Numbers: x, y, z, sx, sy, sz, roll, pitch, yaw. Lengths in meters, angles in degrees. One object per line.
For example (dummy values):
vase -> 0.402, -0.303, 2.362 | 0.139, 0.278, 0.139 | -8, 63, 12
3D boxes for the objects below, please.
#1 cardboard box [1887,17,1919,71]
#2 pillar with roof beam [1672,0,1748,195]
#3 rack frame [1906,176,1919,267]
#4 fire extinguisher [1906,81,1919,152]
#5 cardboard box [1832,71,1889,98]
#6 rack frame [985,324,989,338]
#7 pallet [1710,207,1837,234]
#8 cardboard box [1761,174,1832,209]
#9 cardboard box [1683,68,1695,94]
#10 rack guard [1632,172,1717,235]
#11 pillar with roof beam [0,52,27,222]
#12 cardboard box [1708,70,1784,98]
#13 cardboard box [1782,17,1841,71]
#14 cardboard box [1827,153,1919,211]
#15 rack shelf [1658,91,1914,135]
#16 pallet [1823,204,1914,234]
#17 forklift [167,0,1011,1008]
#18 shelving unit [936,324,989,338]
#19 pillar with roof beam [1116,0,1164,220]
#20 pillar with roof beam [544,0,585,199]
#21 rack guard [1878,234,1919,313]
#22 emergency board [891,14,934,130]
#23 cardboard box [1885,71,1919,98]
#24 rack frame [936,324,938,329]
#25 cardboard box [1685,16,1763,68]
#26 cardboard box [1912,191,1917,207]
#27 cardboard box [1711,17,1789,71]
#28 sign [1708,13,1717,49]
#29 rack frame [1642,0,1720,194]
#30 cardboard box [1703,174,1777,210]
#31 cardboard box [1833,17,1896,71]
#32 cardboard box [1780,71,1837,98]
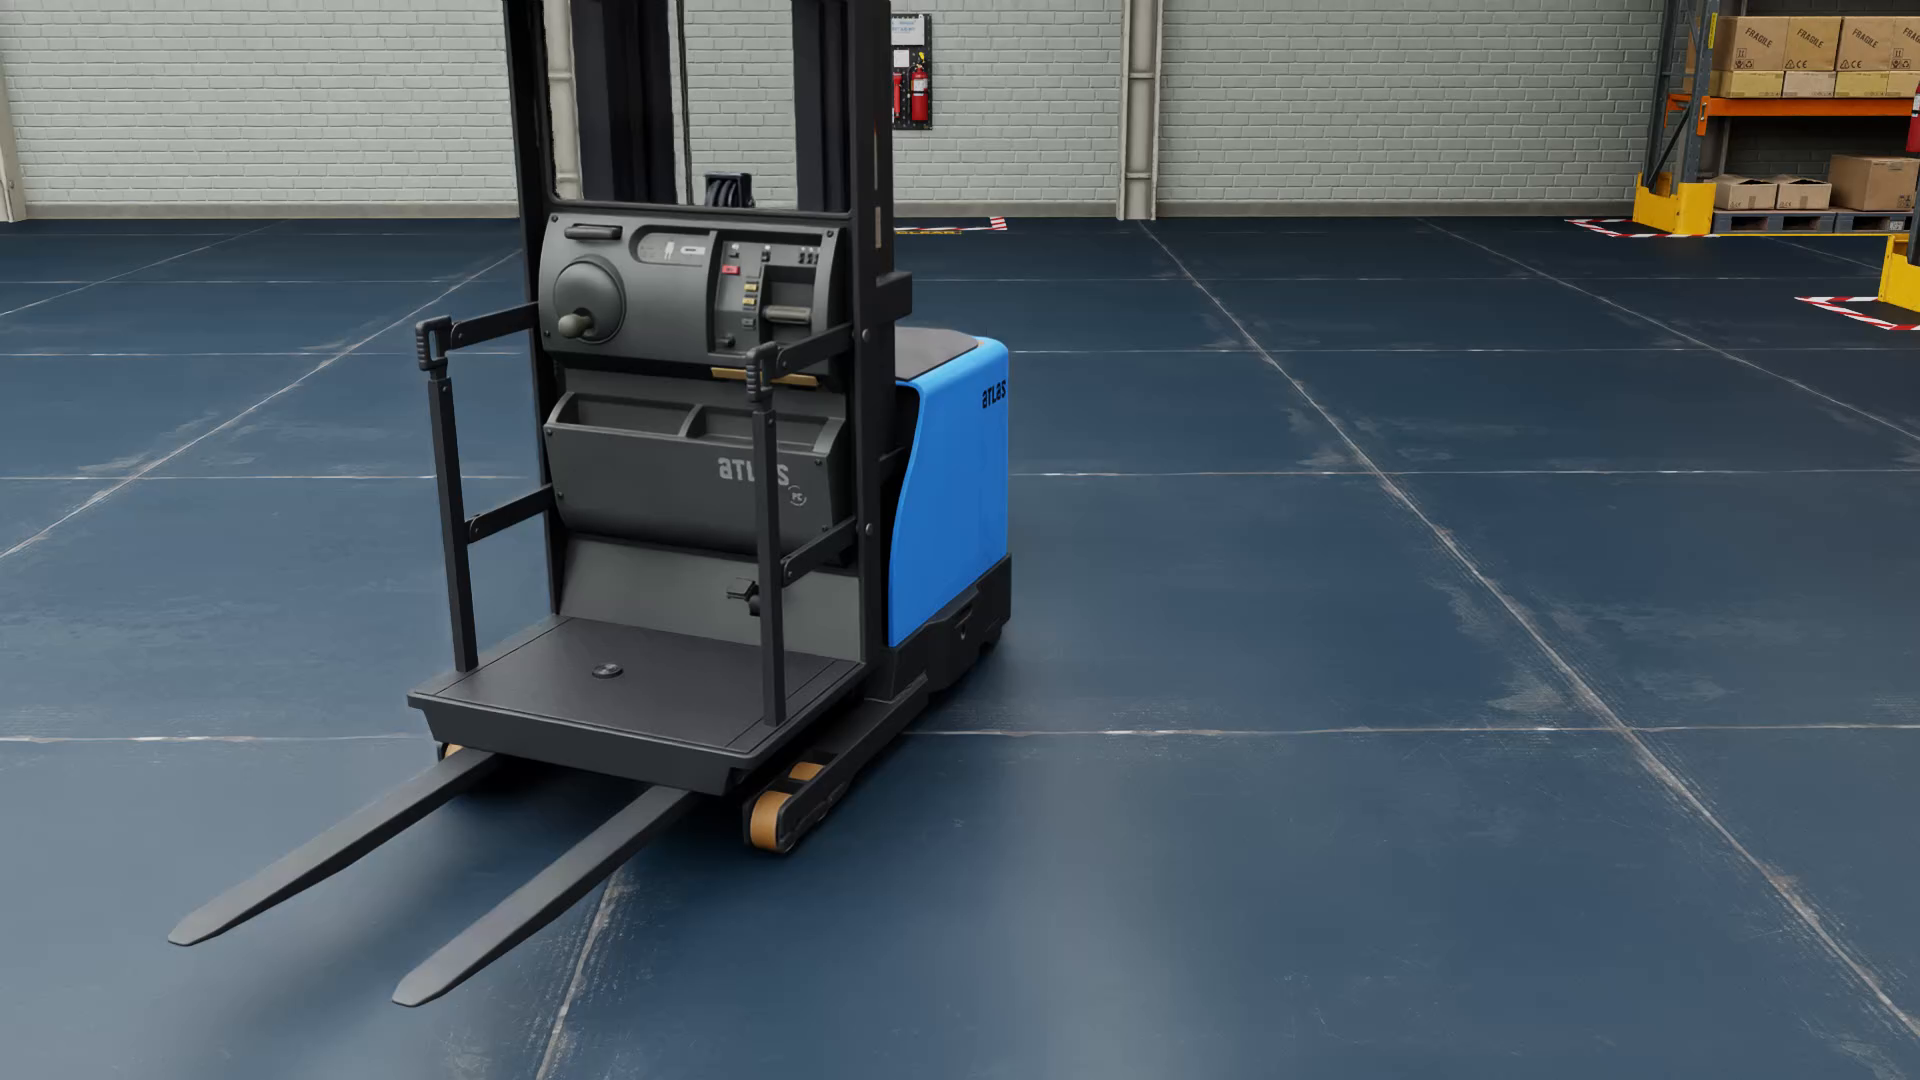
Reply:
cardboard box -> 9.198, -4.838, 16.203 | 0.500, 0.500, 0.500 | 0, 18, 1
pillar with roof beam -> 7.943, -6.435, 12.377 | 0.400, 9.000, 9.100 | 0, 18, -1
rack frame -> 7.271, -3.113, 11.841 | 0.127, 3.000, 1.000 | 0, 18, -1
fire extinguisher -> 7.145, -3.218, 12.294 | 0.183, 0.674, 0.296 | 0, 18, -1
cardboard box -> 8.710, -4.477, 16.306 | 0.500, 0.250, 0.500 | -1, 18, -2
rack frame -> 0.110, -0.429, 6.912 | 0.006, 0.900, 0.240 | 0, 18, -1
pallet -> 8.078, -3.292, 16.963 | 1.213, 0.211, 1.003 | 0, 18, -1
cardboard box -> 8.452, -3.534, 16.834 | 0.500, 0.311, 0.500 | 1, 18, 4
cardboard box -> 7.653, -4.626, 16.769 | 0.500, 0.250, 0.500 | 0, 18, 0
rack guard -> 7.265, -3.436, 16.941 | 0.348, 0.500, 1.175 | 0, 18, -1
pillar with roof beam -> -10.055, -6.349, 12.106 | 0.400, 9.000, 9.100 | 0, 18, -1
cardboard box -> 7.682, -4.469, 16.283 | 0.500, 0.250, 0.500 | -1, 18, -2
cardboard box -> 8.165, -4.831, 16.182 | 0.500, 0.500, 0.500 | 0, 18, -1
cardboard box -> 9.186, -3.612, 16.769 | 0.500, 0.500, 0.700 | -1, 18, -4
rack shelf -> 9.189, -4.293, 16.698 | 4.000, 0.370, 1.077 | 0, 18, -1
pallet -> 9.294, -3.297, 16.979 | 1.213, 0.211, 1.003 | 0, 18, -1
forklift -> -0.844, -0.705, 4.446 | 1.130, 2.935, 3.031 | 7, 19, 21
shelving unit -> 0.008, -0.429, 6.910 | 0.210, 0.900, 0.258 | 0, 18, -1
pillar with roof beam -> 1.944, -6.406, 12.286 | 0.400, 9.000, 9.100 | 0, 18, -1
pillar with roof beam -> -4.055, -6.377, 12.196 | 0.400, 9.000, 9.100 | 0, 18, -1
rack guard -> 7.247, -1.923, 12.223 | 0.348, 0.500, 1.175 | 0, 18, -1
emergency board -> -0.596, -4.864, 17.301 | 0.643, 1.169, 0.194 | 0, 18, -1
cardboard box -> 9.216, -4.479, 16.311 | 0.500, 0.250, 0.500 | 0, 18, 0
rack frame -> -0.094, -0.428, 6.909 | 0.006, 0.900, 0.240 | 0, 18, -1
cardboard box -> 7.657, -4.988, 16.672 | 0.500, 0.500, 0.500 | 0, 18, -1
cardboard box -> 9.589, -3.496, 16.981 | 0.250, 0.149, 0.380 | -2, 18, -5
cardboard box -> 7.671, -4.832, 16.184 | 0.500, 0.500, 0.500 | 0, 18, -1
sign -> 7.198, -4.872, 15.909 | 0.005, 0.325, 0.100 | 0, 18, -1
rack frame -> 7.189, -4.626, 16.558 | 0.127, 3.000, 1.000 | 0, 18, -1
cardboard box -> 7.882, -3.531, 16.826 | 0.500, 0.311, 0.500 | -2, 18, -7
cardboard box -> 8.682, -4.832, 16.184 | 0.500, 0.500, 0.500 | -1, 18, -3
cardboard box -> 8.201, -4.476, 16.304 | 0.500, 0.250, 0.500 | -1, 18, -3
